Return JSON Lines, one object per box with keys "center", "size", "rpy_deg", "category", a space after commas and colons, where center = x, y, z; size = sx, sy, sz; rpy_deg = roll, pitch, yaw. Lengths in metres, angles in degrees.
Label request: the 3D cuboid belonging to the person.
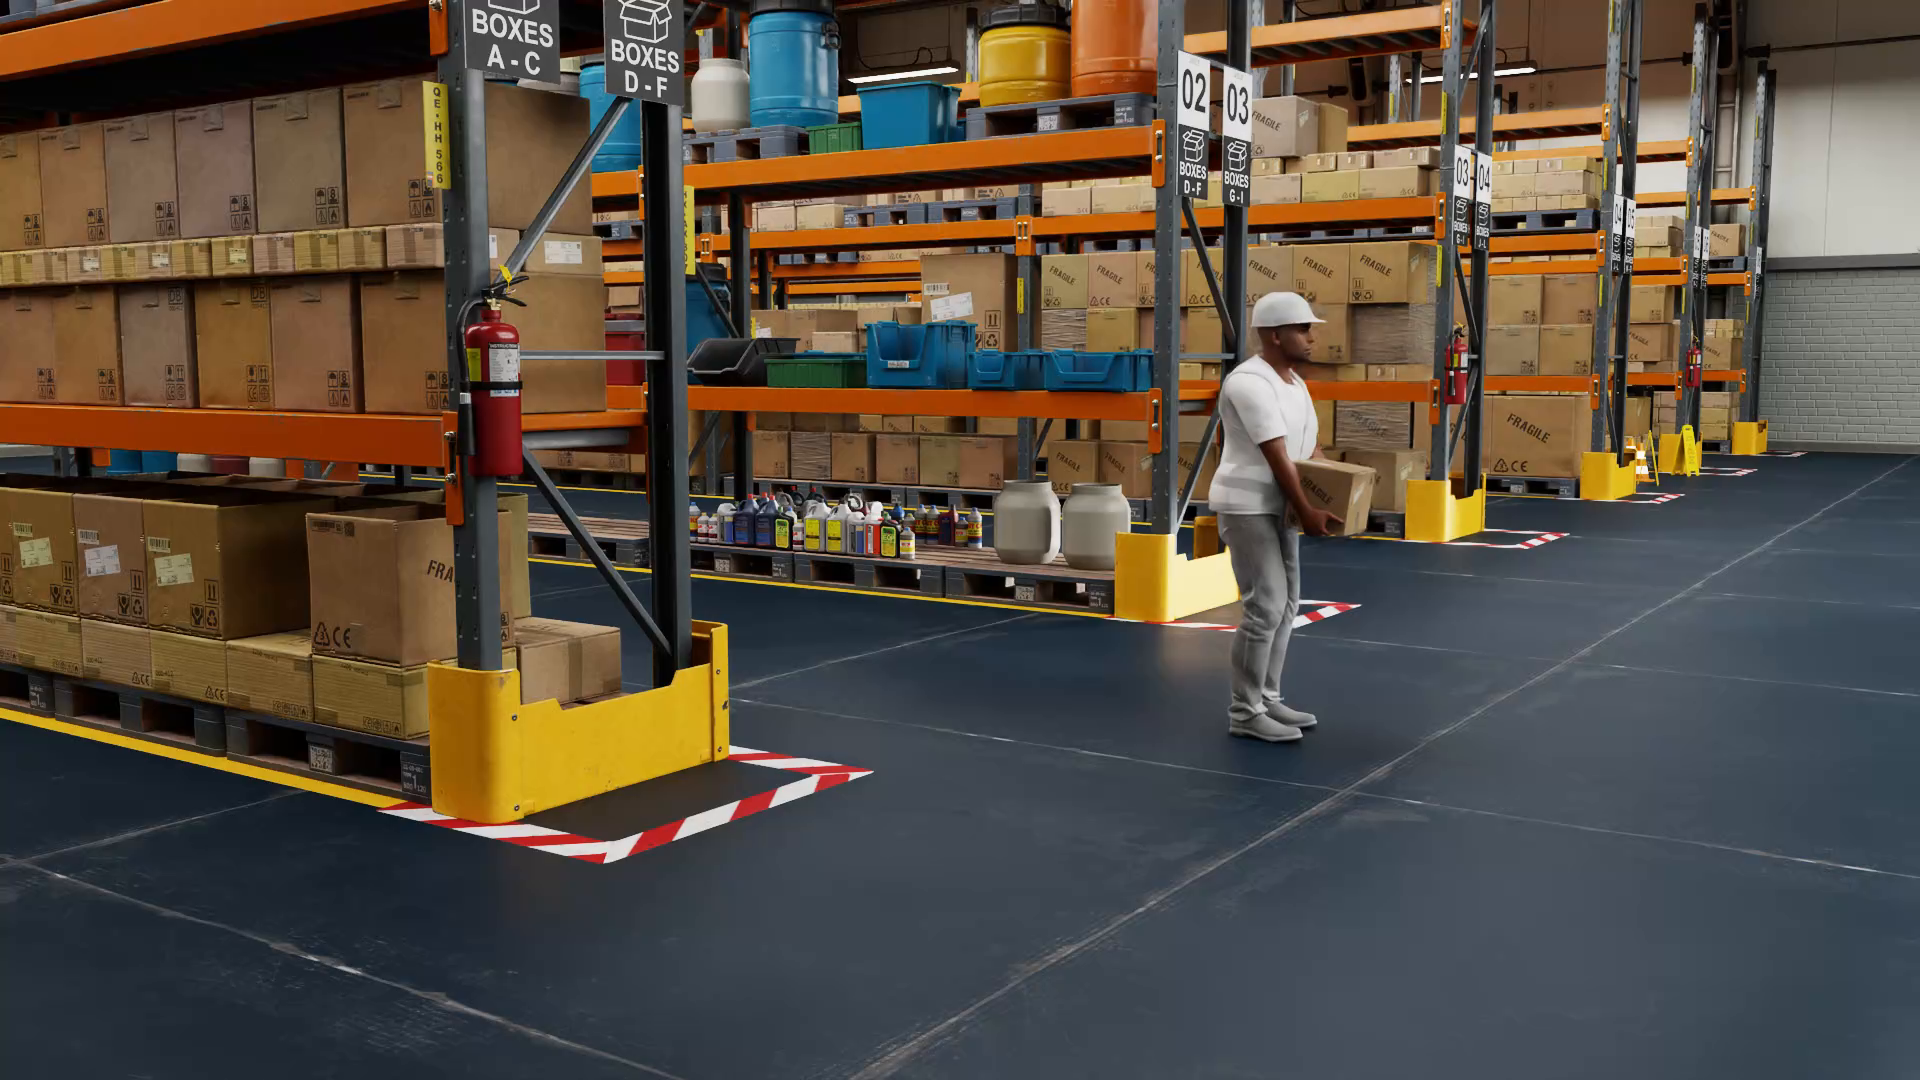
{"center": [1.298, -0.098, 6.601], "size": [0.581, 1.758, 0.504], "rpy_deg": [4, 7, 32], "category": "person"}
